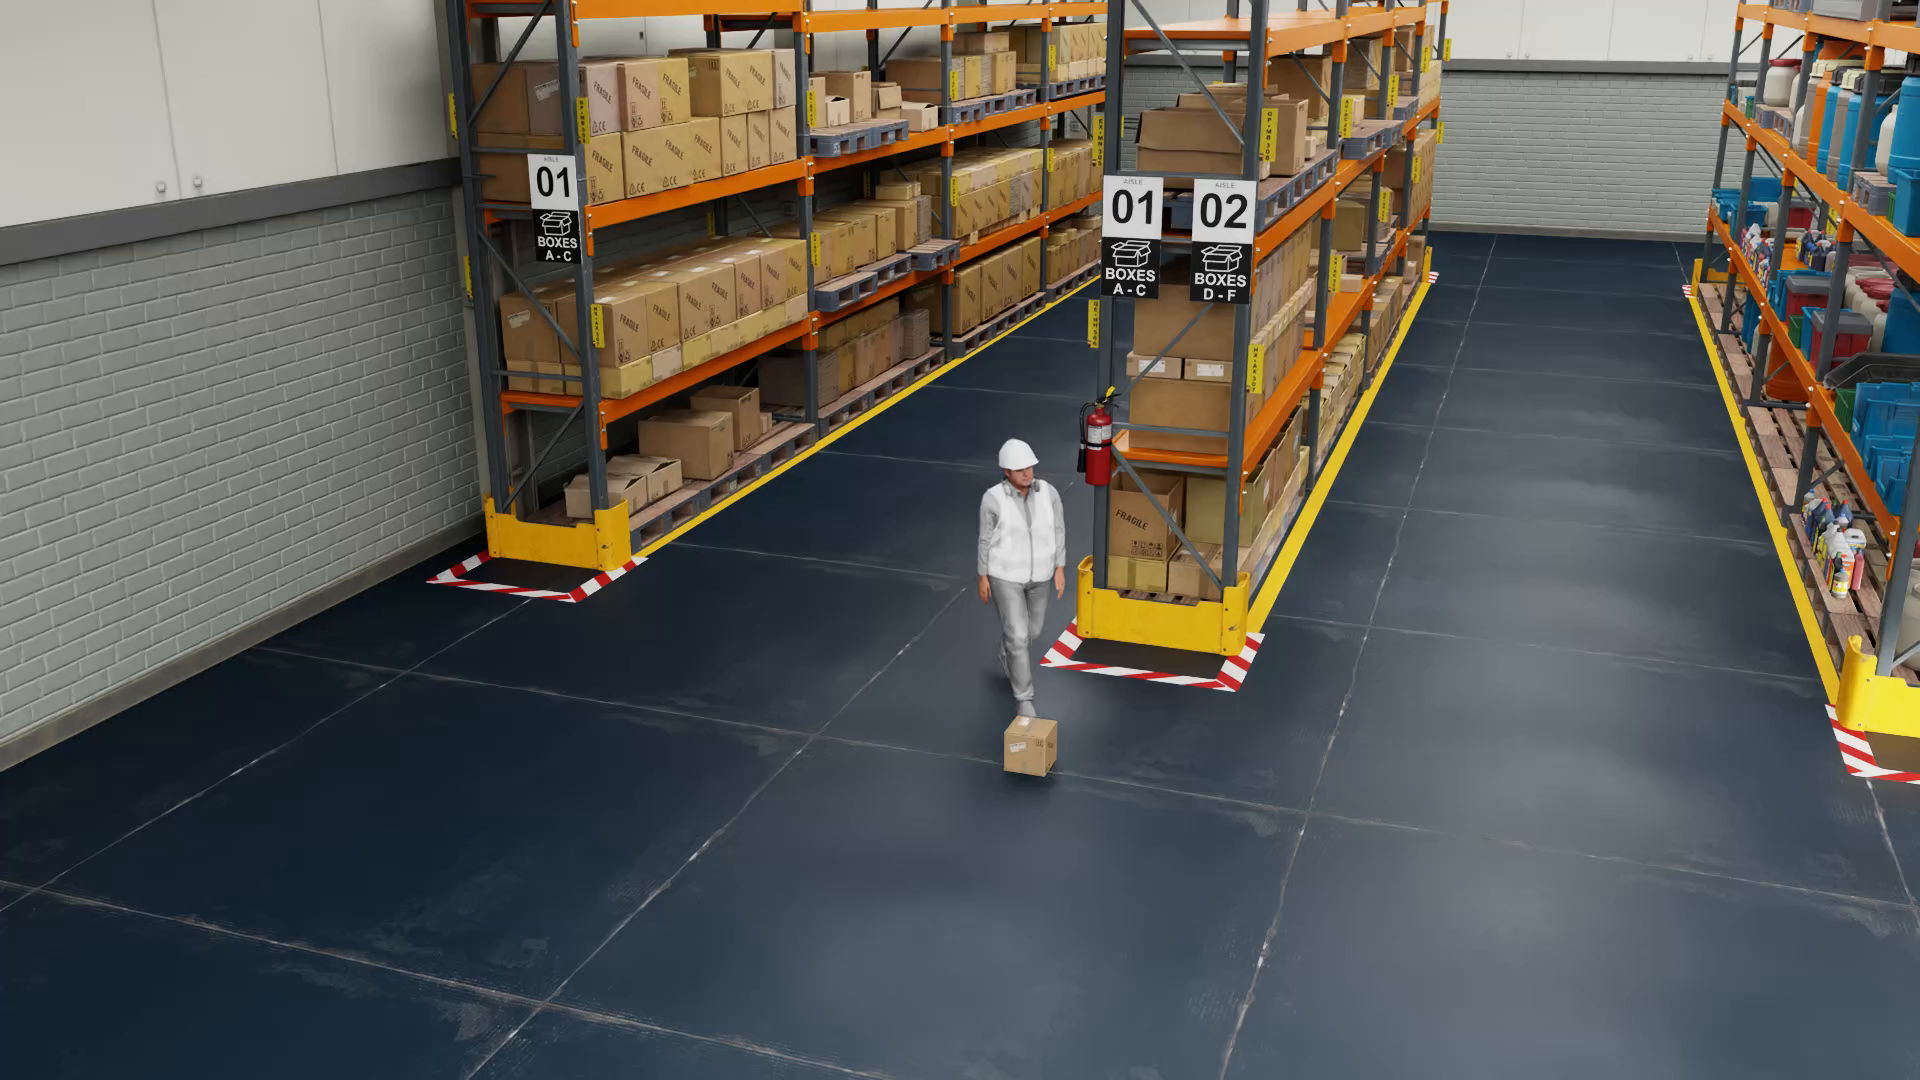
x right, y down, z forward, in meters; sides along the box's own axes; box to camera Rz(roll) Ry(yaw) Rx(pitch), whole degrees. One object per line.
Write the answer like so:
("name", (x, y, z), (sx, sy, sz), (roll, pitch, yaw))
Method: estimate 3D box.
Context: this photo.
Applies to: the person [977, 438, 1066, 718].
("person", (0.385, 0.194, 10.446), (0.549, 1.747, 0.877), (-7, 20, -20))
